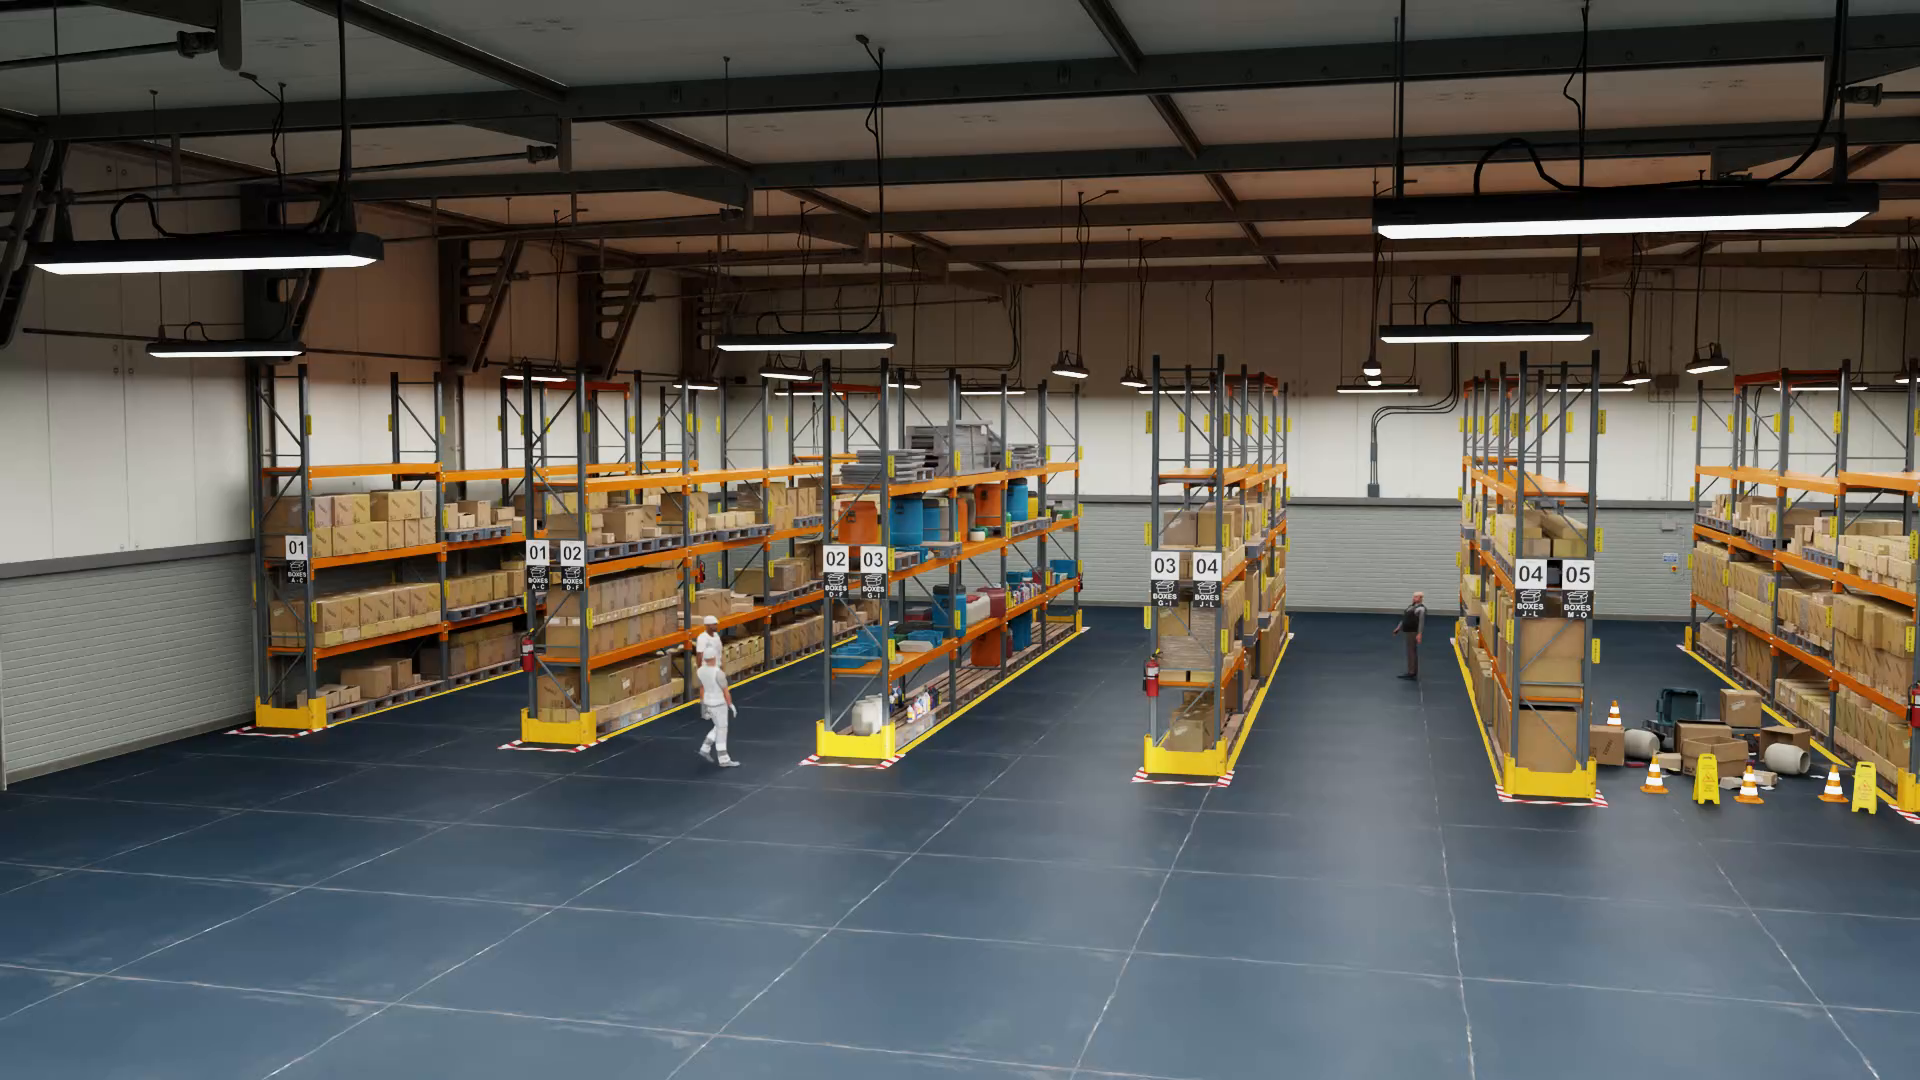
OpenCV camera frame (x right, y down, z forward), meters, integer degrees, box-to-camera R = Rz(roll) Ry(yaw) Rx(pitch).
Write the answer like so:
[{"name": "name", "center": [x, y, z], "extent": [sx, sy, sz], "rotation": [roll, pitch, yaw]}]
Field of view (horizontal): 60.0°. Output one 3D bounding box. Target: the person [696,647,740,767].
[{"name": "person", "center": [-3.571, 2.432, 24.392], "extent": [0.567, 1.776, 0.632], "rotation": [-3, 5, -34]}]

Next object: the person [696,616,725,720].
[{"name": "person", "center": [-4.240, 2.166, 28.297], "extent": [0.375, 1.767, 0.671], "rotation": [2, 4, 24]}]

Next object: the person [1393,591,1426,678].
[{"name": "person", "center": [8.916, 1.873, 32.986], "extent": [0.611, 1.709, 0.535], "rotation": [1, 4, 10]}]
